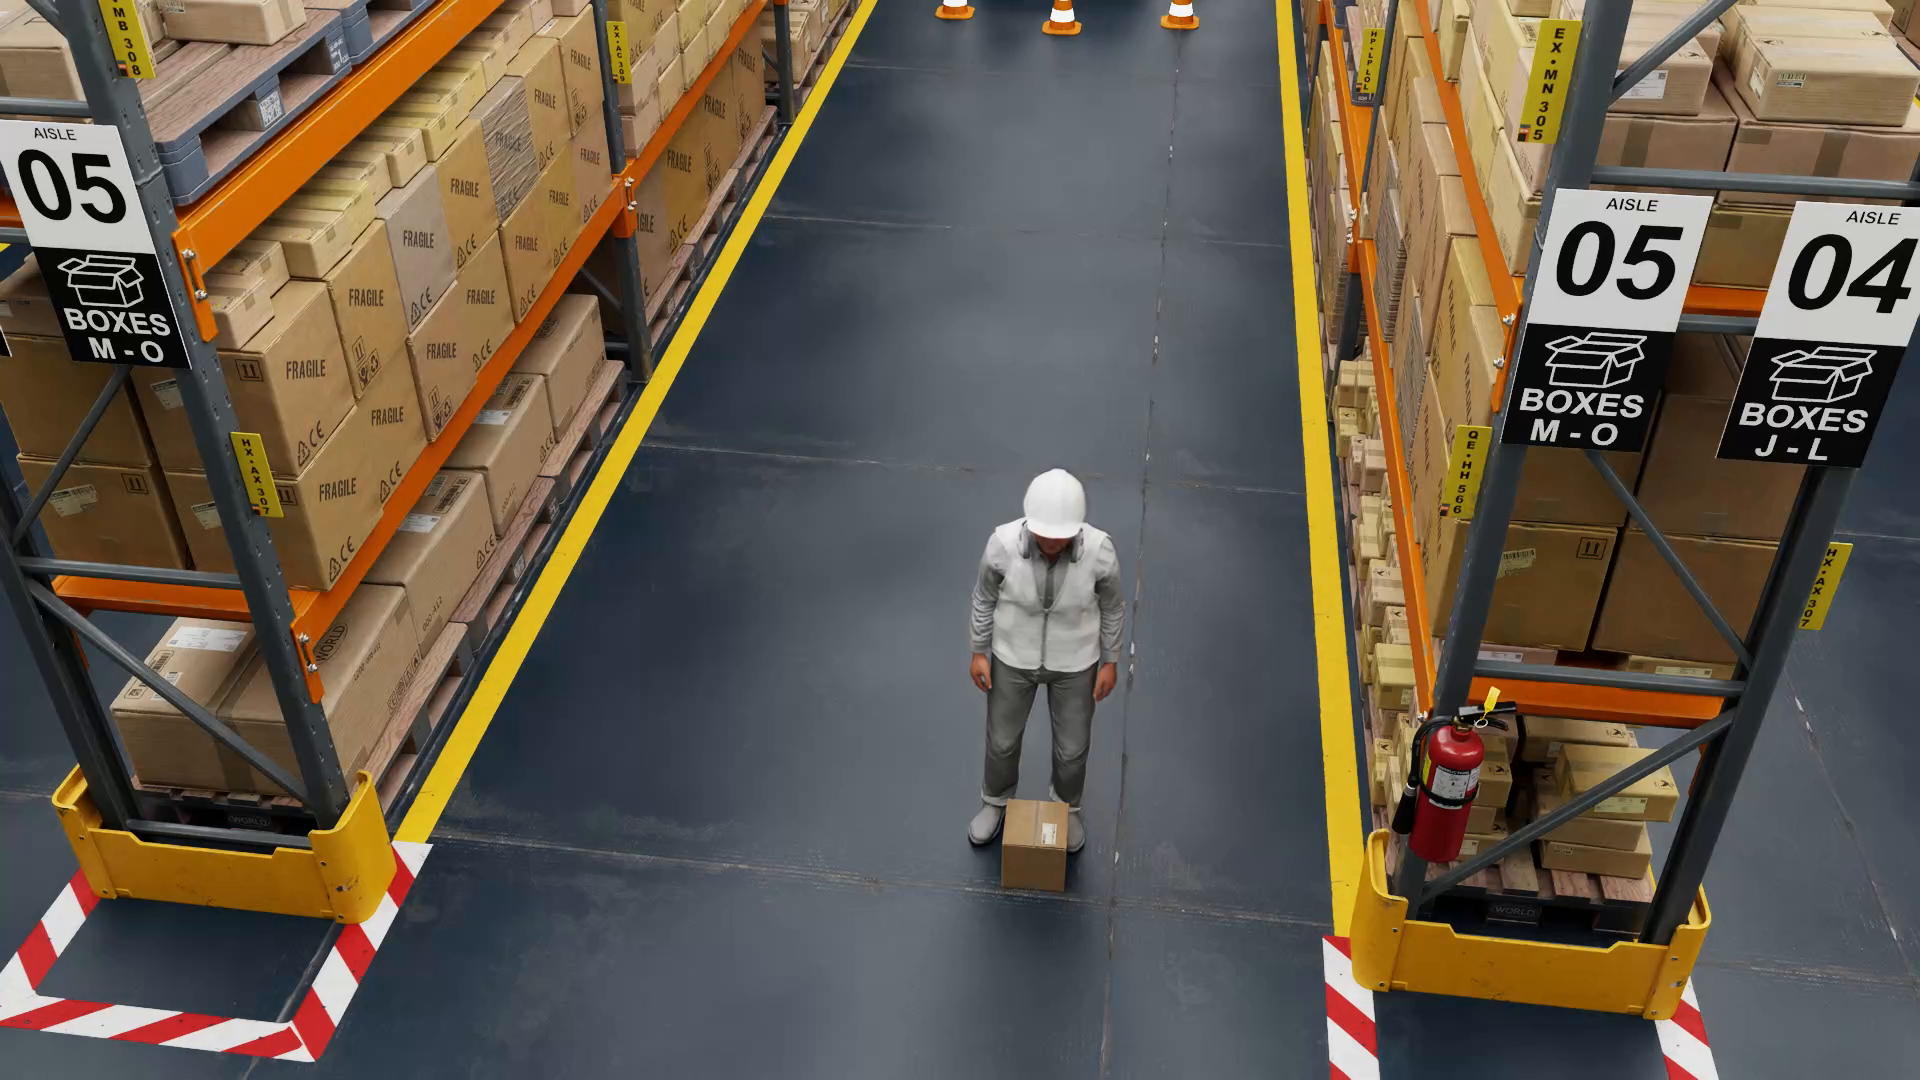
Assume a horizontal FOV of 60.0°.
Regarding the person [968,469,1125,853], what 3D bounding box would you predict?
[{"bbox_3d":[0.327,0.453,6.392,0.585,1.771,0.466,4,36,5],"label":"person"}]
